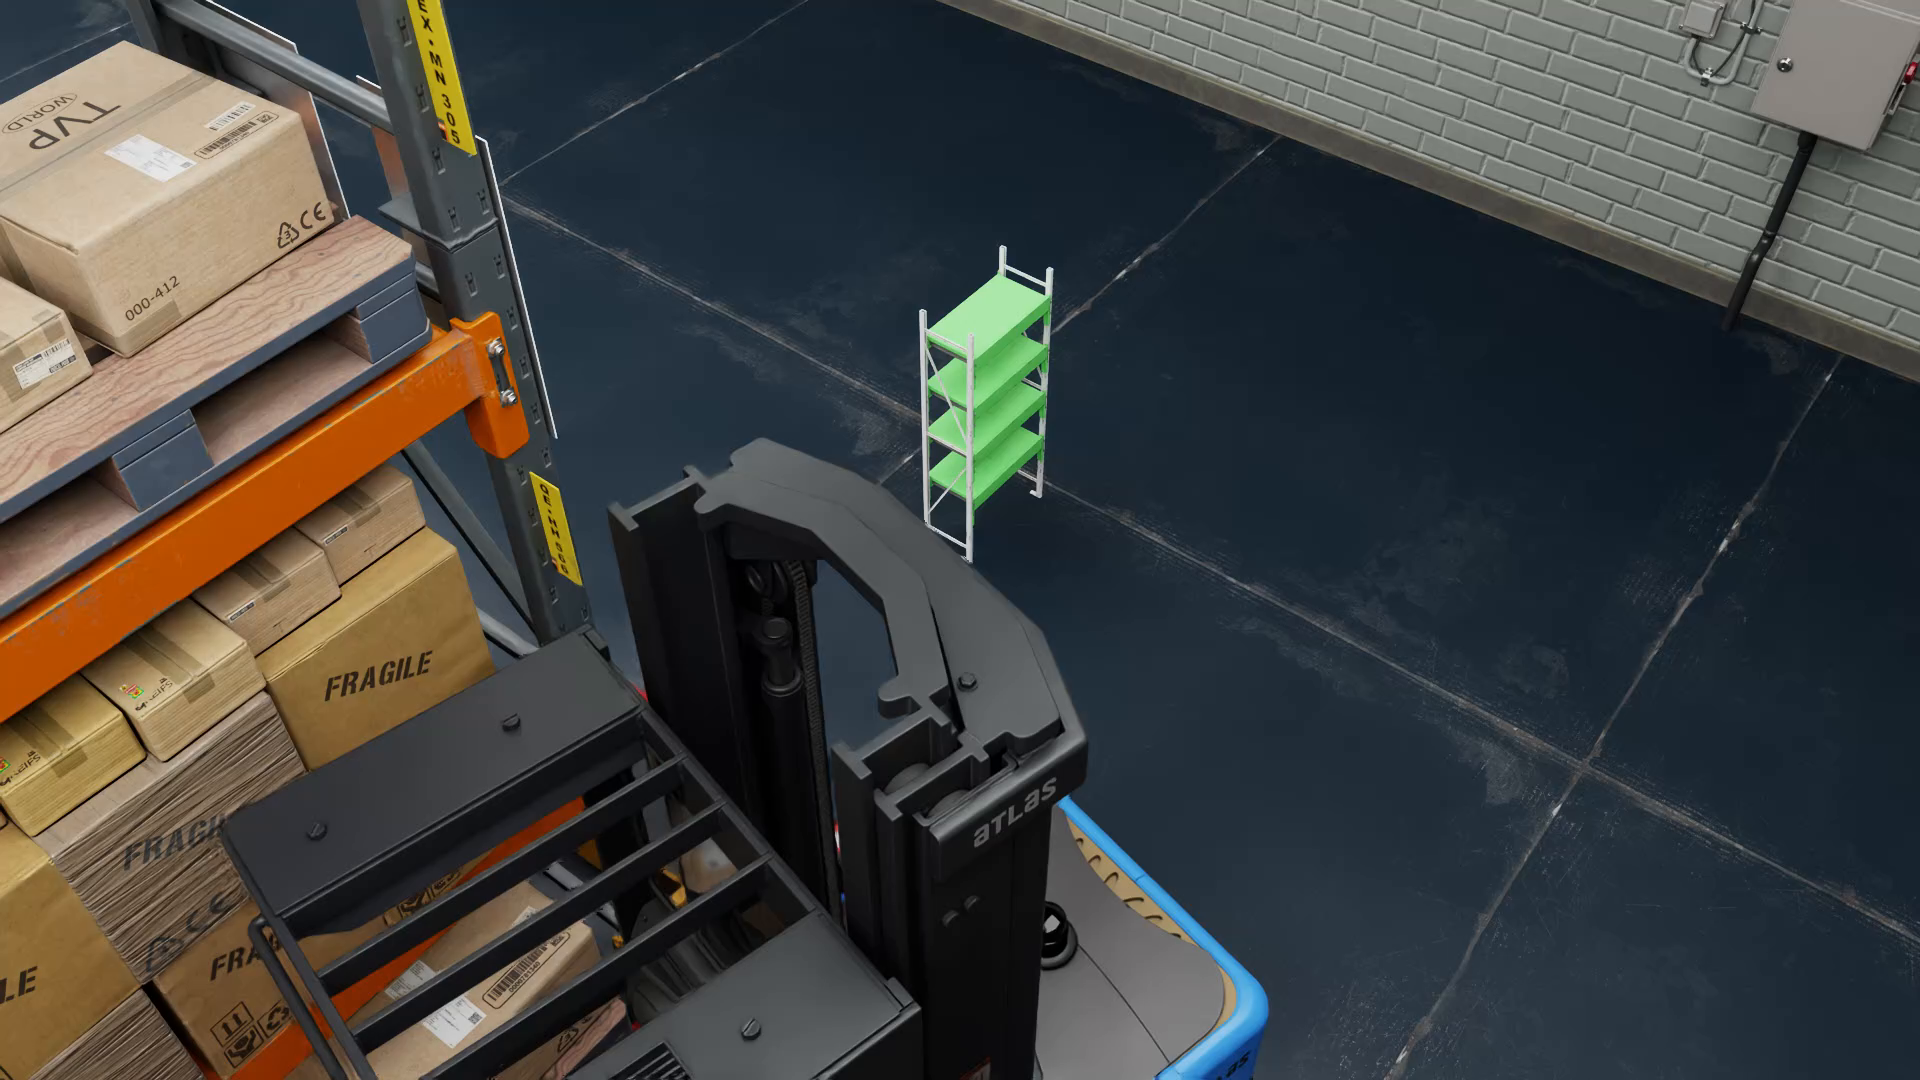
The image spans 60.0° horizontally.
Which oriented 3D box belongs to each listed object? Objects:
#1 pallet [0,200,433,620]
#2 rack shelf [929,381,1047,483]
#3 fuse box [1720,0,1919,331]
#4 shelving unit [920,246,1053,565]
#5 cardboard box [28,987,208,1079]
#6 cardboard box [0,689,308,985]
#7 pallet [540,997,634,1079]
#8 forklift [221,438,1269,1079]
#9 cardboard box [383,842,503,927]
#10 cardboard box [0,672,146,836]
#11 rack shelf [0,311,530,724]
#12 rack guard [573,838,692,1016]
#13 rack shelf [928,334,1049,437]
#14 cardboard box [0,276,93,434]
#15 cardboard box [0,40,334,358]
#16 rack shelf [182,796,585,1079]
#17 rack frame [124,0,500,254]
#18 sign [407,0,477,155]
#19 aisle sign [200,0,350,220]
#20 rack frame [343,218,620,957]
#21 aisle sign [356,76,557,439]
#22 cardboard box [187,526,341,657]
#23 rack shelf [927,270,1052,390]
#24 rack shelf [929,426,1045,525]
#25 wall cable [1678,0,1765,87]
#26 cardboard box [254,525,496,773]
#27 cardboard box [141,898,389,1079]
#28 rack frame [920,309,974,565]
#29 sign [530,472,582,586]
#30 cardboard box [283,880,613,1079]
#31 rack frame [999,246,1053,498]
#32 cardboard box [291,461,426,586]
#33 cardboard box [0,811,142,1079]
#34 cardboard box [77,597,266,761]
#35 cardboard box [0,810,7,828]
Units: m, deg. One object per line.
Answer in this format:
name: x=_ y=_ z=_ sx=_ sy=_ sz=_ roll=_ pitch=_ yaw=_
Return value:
pallet: x=-1.814 y=-0.366 z=3.177 sx=1.003 sy=0.211 sz=1.213 roll=29 pitch=53 yaw=25
rack shelf: x=0.101 y=-0.465 z=6.618 sx=0.258 sy=0.148 sz=0.480 roll=29 pitch=53 yaw=25
fuse box: x=3.633 y=-1.569 z=7.230 sx=0.539 sy=1.711 sz=0.414 roll=29 pitch=53 yaw=25
shelving unit: x=0.101 y=-0.509 z=6.571 sx=0.258 sy=1.200 sz=0.503 roll=29 pitch=53 yaw=25
cardboard box: x=-2.080 y=1.148 z=3.675 sx=0.500 sy=0.500 sz=0.500 roll=31 pitch=54 yaw=26
cardboard box: x=-1.772 y=0.524 z=3.580 sx=0.500 sy=0.500 sz=0.500 roll=29 pitch=53 yaw=25
pallet: x=-1.796 y=1.666 z=5.178 sx=1.003 sy=0.211 sz=1.213 roll=29 pitch=53 yaw=25
forklift: x=-0.643 y=1.315 z=3.631 sx=3.031 sy=2.935 sz=1.130 roll=-30 pitch=53 yaw=-26
cardboard box: x=-1.454 y=0.569 z=4.228 sx=0.500 sy=0.500 sz=0.500 roll=29 pitch=53 yaw=25
cardboard box: x=-1.844 y=0.367 z=3.281 sx=0.380 sy=0.149 sz=0.250 roll=30 pitch=53 yaw=26
rack shelf: x=-2.592 y=0.567 z=2.722 sx=1.077 sy=0.370 sz=4.000 roll=29 pitch=53 yaw=25
rack guard: x=-1.354 y=1.060 z=5.556 sx=1.175 sy=0.500 sz=0.348 roll=29 pitch=53 yaw=25
rack shelf: x=0.101 y=-0.631 z=6.444 sx=0.258 sy=0.148 sz=0.480 roll=29 pitch=53 yaw=25
cardboard box: x=-1.766 y=-0.346 z=2.911 sx=0.380 sy=0.149 sz=0.250 roll=25 pitch=51 yaw=22
cardboard box: x=-1.573 y=-0.656 z=3.137 sx=0.500 sy=0.250 sz=0.500 roll=25 pitch=51 yaw=22
rack shelf: x=-2.592 y=1.603 z=3.806 sx=1.077 sy=0.370 sz=4.000 roll=29 pitch=53 yaw=25
rack frame: x=-1.369 y=-1.862 z=2.470 sx=1.000 sy=3.000 sz=0.127 roll=29 pitch=53 yaw=25
sign: x=-0.948 y=-0.856 z=3.026 sx=0.100 sy=0.325 sz=0.005 roll=29 pitch=53 yaw=25
aisle sign: x=-1.554 y=-0.857 z=3.861 sx=0.394 sy=0.787 sz=0.004 roll=29 pitch=53 yaw=25
rack frame: x=-1.369 y=0.210 z=4.639 sx=1.000 sy=3.000 sz=0.127 roll=29 pitch=53 yaw=25
aisle sign: x=-1.080 y=-0.592 z=3.608 sx=0.394 sy=0.787 sz=0.004 roll=29 pitch=53 yaw=25
cardboard box: x=-1.566 y=0.056 z=3.577 sx=0.380 sy=0.149 sz=0.250 roll=30 pitch=53 yaw=26
rack shelf: x=0.101 y=-0.797 z=6.270 sx=0.258 sy=0.148 sz=0.480 roll=29 pitch=53 yaw=25
rack shelf: x=0.101 y=-0.299 z=6.791 sx=0.258 sy=0.148 sz=0.480 roll=29 pitch=53 yaw=25
wall cable: x=3.189 y=-2.757 z=6.771 sx=0.588 sy=1.984 sz=0.122 roll=29 pitch=53 yaw=25
cardboard box: x=-1.475 y=0.212 z=3.878 sx=0.500 sy=0.500 sz=0.500 roll=31 pitch=54 yaw=26
cardboard box: x=-1.773 y=0.849 z=3.960 sx=0.500 sy=0.500 sz=0.500 roll=28 pitch=52 yaw=24
rack frame: x=-0.048 y=-0.370 z=6.438 sx=0.240 sy=1.200 sz=0.015 roll=29 pitch=53 yaw=25
sign: x=-0.948 y=-0.024 z=3.898 sx=0.100 sy=0.325 sz=0.005 roll=29 pitch=53 yaw=25
cardboard box: x=-1.693 y=1.372 z=5.011 sx=0.875 sy=0.438 sz=0.875 roll=27 pitch=52 yaw=24
rack frame: x=0.250 y=-0.649 z=6.705 sx=0.240 sy=1.200 sz=0.015 roll=29 pitch=53 yaw=25
cardboard box: x=-1.430 y=-0.100 z=3.726 sx=0.380 sy=0.149 sz=0.250 roll=30 pitch=53 yaw=25
cardboard box: x=-2.077 y=0.805 z=3.311 sx=0.500 sy=0.500 sz=0.500 roll=29 pitch=53 yaw=25
cardboard box: x=-1.657 y=0.241 z=3.401 sx=0.380 sy=0.149 sz=0.250 roll=29 pitch=53 yaw=25
cardboard box: x=-2.060 y=0.485 z=3.168 sx=0.380 sy=0.149 sz=0.250 roll=29 pitch=53 yaw=25
